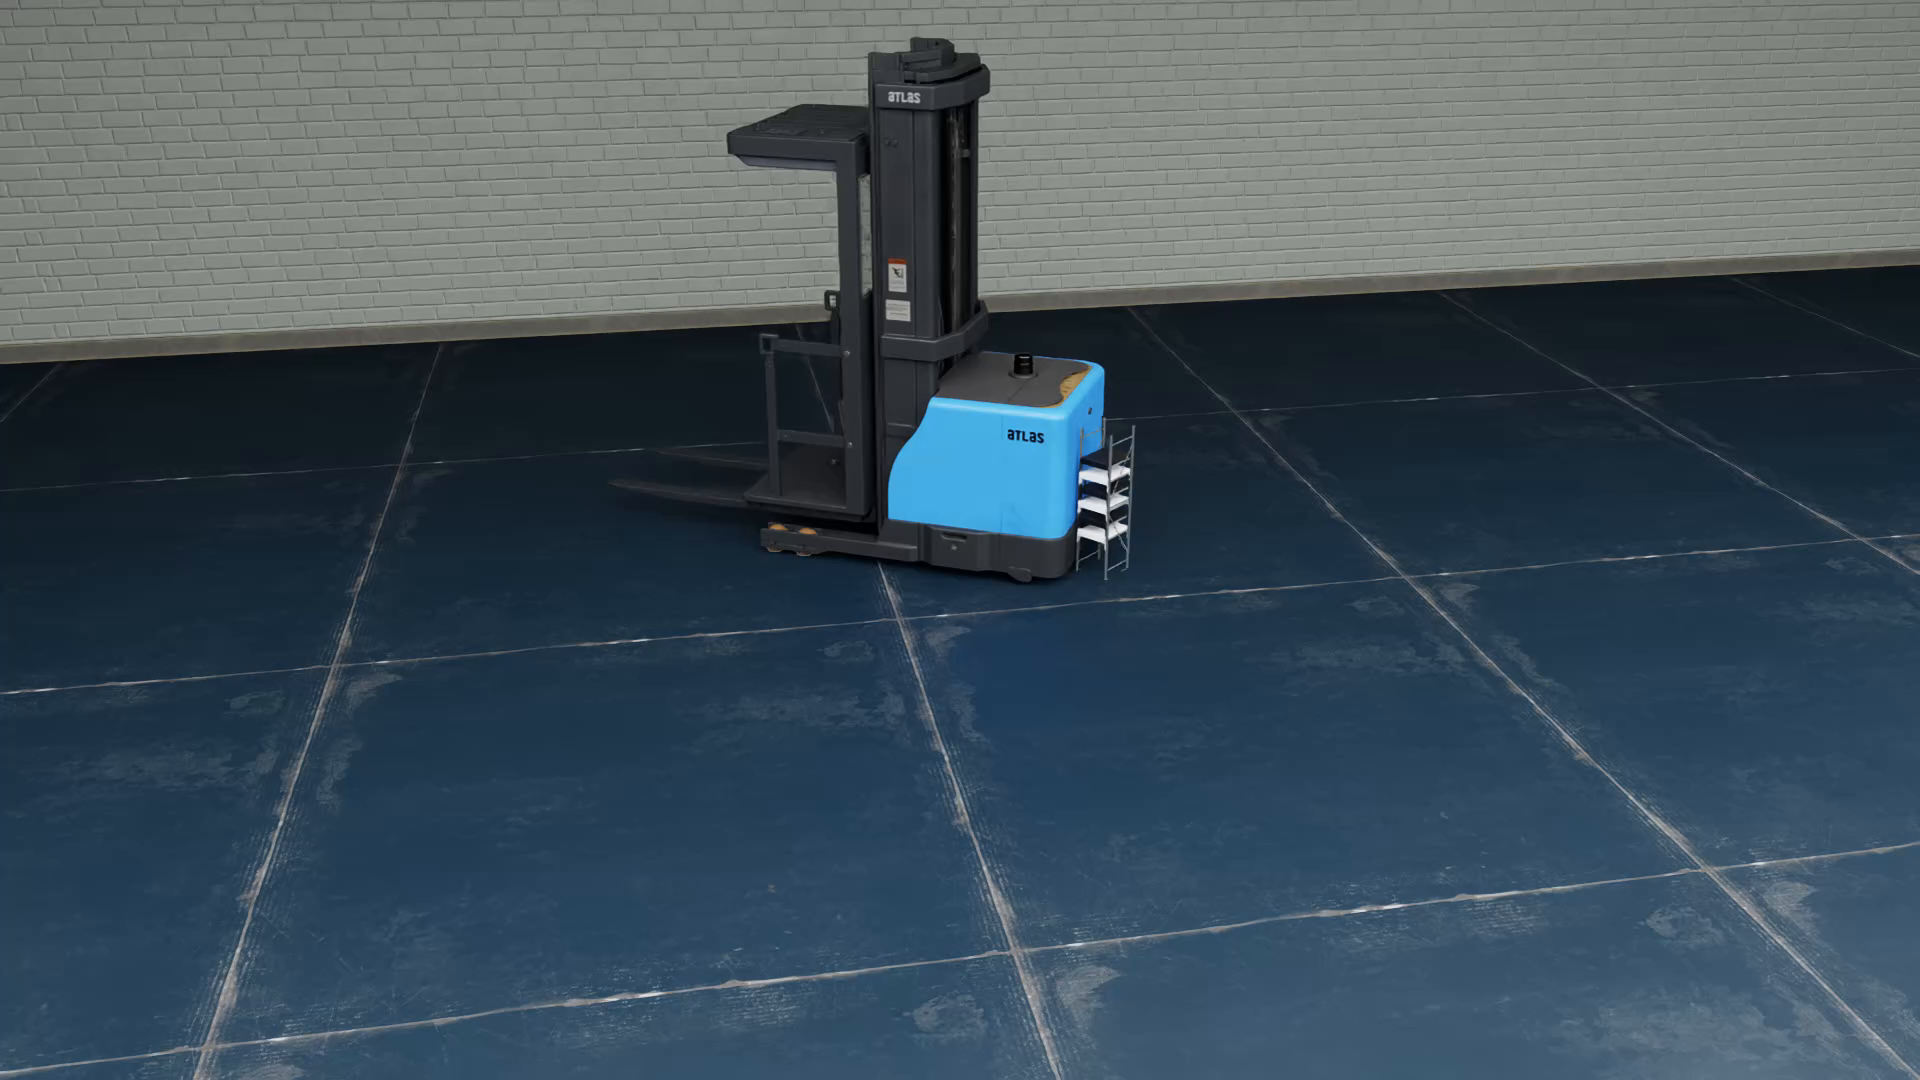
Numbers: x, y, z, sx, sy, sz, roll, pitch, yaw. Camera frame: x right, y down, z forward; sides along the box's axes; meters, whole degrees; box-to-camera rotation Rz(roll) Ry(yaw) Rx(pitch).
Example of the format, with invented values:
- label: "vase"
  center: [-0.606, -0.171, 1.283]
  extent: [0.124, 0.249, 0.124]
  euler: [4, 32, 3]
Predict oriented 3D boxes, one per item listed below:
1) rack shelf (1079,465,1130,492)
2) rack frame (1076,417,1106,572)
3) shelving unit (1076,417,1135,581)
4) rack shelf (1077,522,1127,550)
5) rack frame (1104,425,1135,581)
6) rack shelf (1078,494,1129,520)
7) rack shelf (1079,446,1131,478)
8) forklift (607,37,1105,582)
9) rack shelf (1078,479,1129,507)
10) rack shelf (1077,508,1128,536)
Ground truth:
- label: "rack shelf"
  center: [0.842, -0.369, 9.603]
  extent: [0.200, 0.077, 0.258]
  euler: [19, 29, 36]
- label: "rack frame"
  center: [0.764, -0.261, 9.721]
  extent: [0.006, 0.900, 0.240]
  euler: [19, 29, 36]
- label: "shelving unit"
  center: [0.842, -0.235, 9.661]
  extent: [0.210, 0.900, 0.258]
  euler: [19, 29, 36]
- label: "rack shelf"
  center: [0.841, -0.039, 9.746]
  extent: [0.200, 0.077, 0.258]
  euler: [19, 29, 36]
- label: "rack frame"
  center: [0.919, -0.208, 9.601]
  extent: [0.006, 0.900, 0.240]
  euler: [19, 29, 36]
- label: "rack shelf"
  center: [0.842, -0.204, 9.675]
  extent: [0.200, 0.077, 0.258]
  euler: [19, 29, 36]
- label: "rack shelf"
  center: [0.842, -0.452, 9.567]
  extent: [0.200, 0.077, 0.258]
  euler: [19, 29, 36]
- label: "forklift"
  center: [-0.691, -1.435, 9.873]
  extent: [3.031, 2.935, 1.130]
  euler: [8, 25, 17]
- label: "rack shelf"
  center: [0.842, -0.287, 9.639]
  extent: [0.200, 0.077, 0.258]
  euler: [19, 29, 36]
- label: "rack shelf"
  center: [0.841, -0.122, 9.710]
  extent: [0.200, 0.077, 0.258]
  euler: [19, 29, 36]
